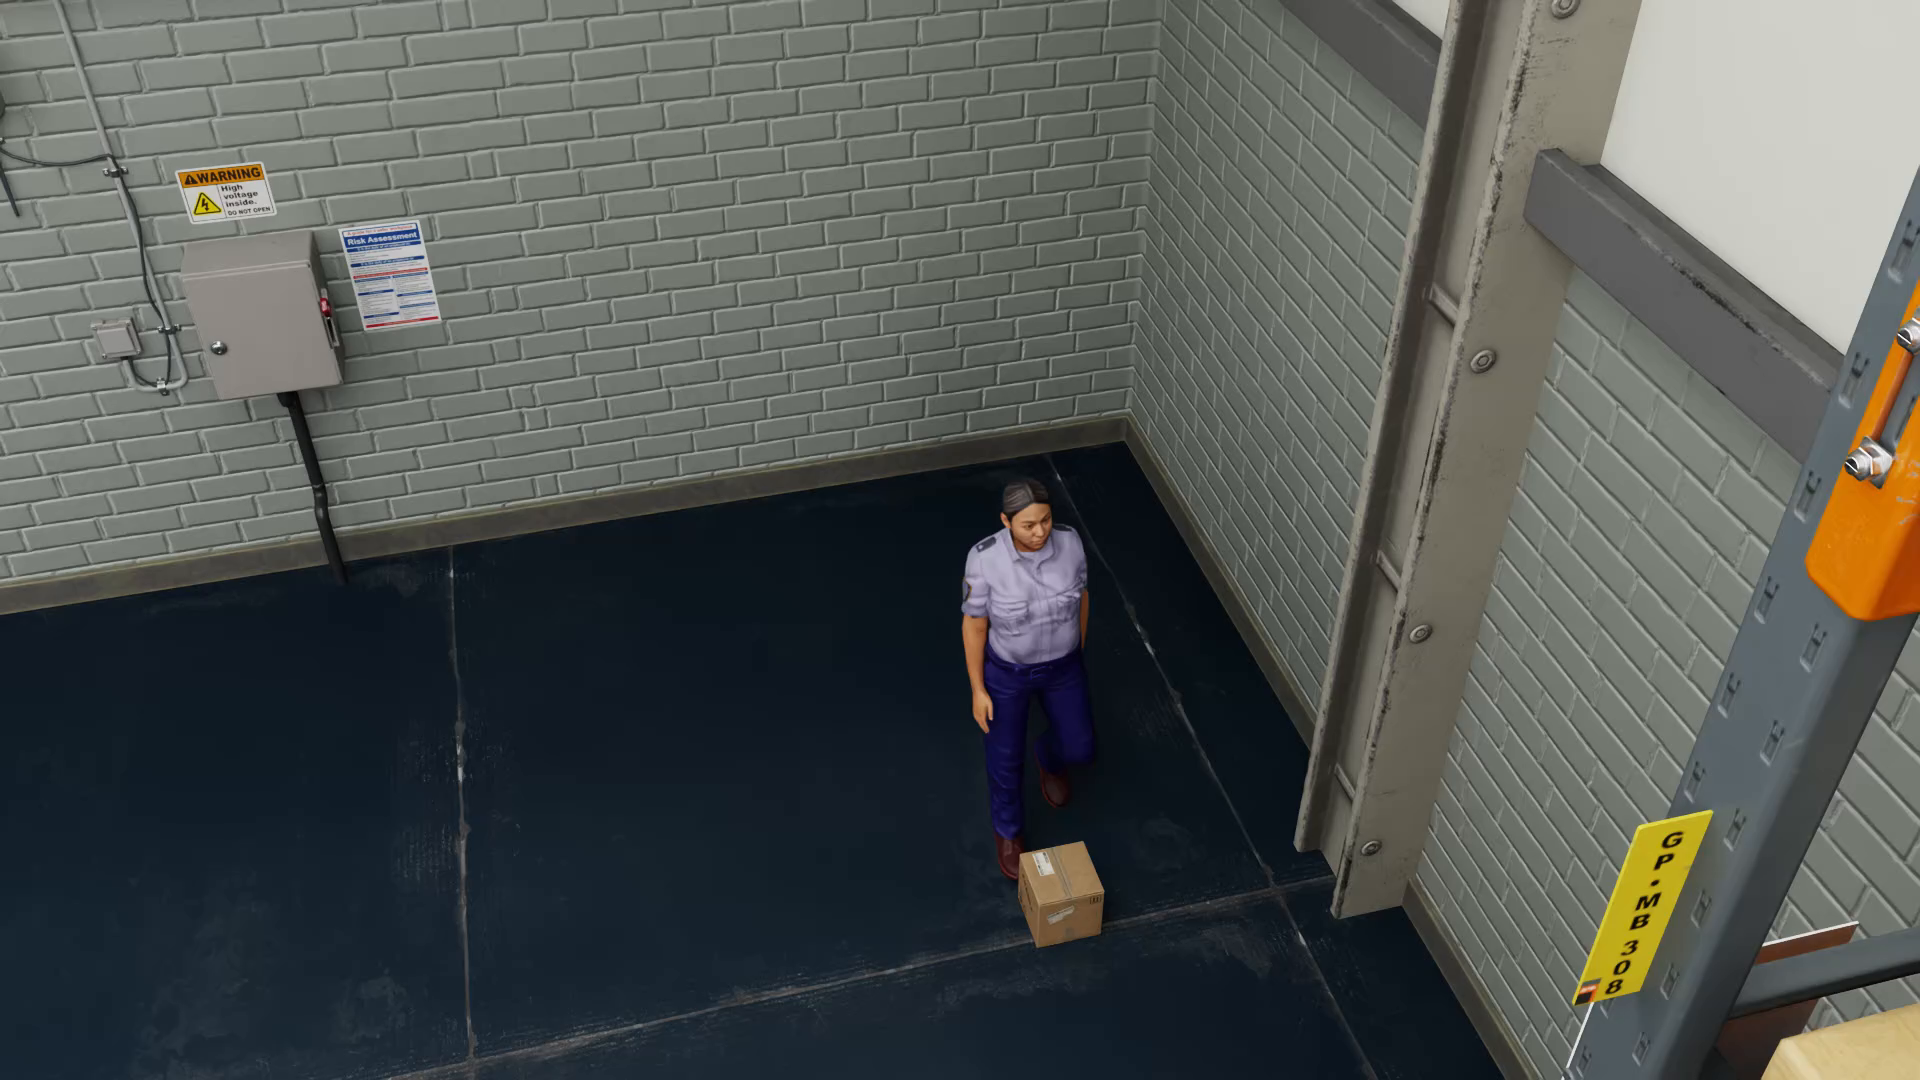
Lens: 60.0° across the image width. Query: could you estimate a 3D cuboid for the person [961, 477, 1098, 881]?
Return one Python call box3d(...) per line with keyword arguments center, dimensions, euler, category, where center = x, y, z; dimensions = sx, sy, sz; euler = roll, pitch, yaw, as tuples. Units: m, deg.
box3d(center=(0.258, 0.491, 6.080), dimensions=(0.497, 1.643, 0.561), euler=(-10, 40, -12), category="person")
